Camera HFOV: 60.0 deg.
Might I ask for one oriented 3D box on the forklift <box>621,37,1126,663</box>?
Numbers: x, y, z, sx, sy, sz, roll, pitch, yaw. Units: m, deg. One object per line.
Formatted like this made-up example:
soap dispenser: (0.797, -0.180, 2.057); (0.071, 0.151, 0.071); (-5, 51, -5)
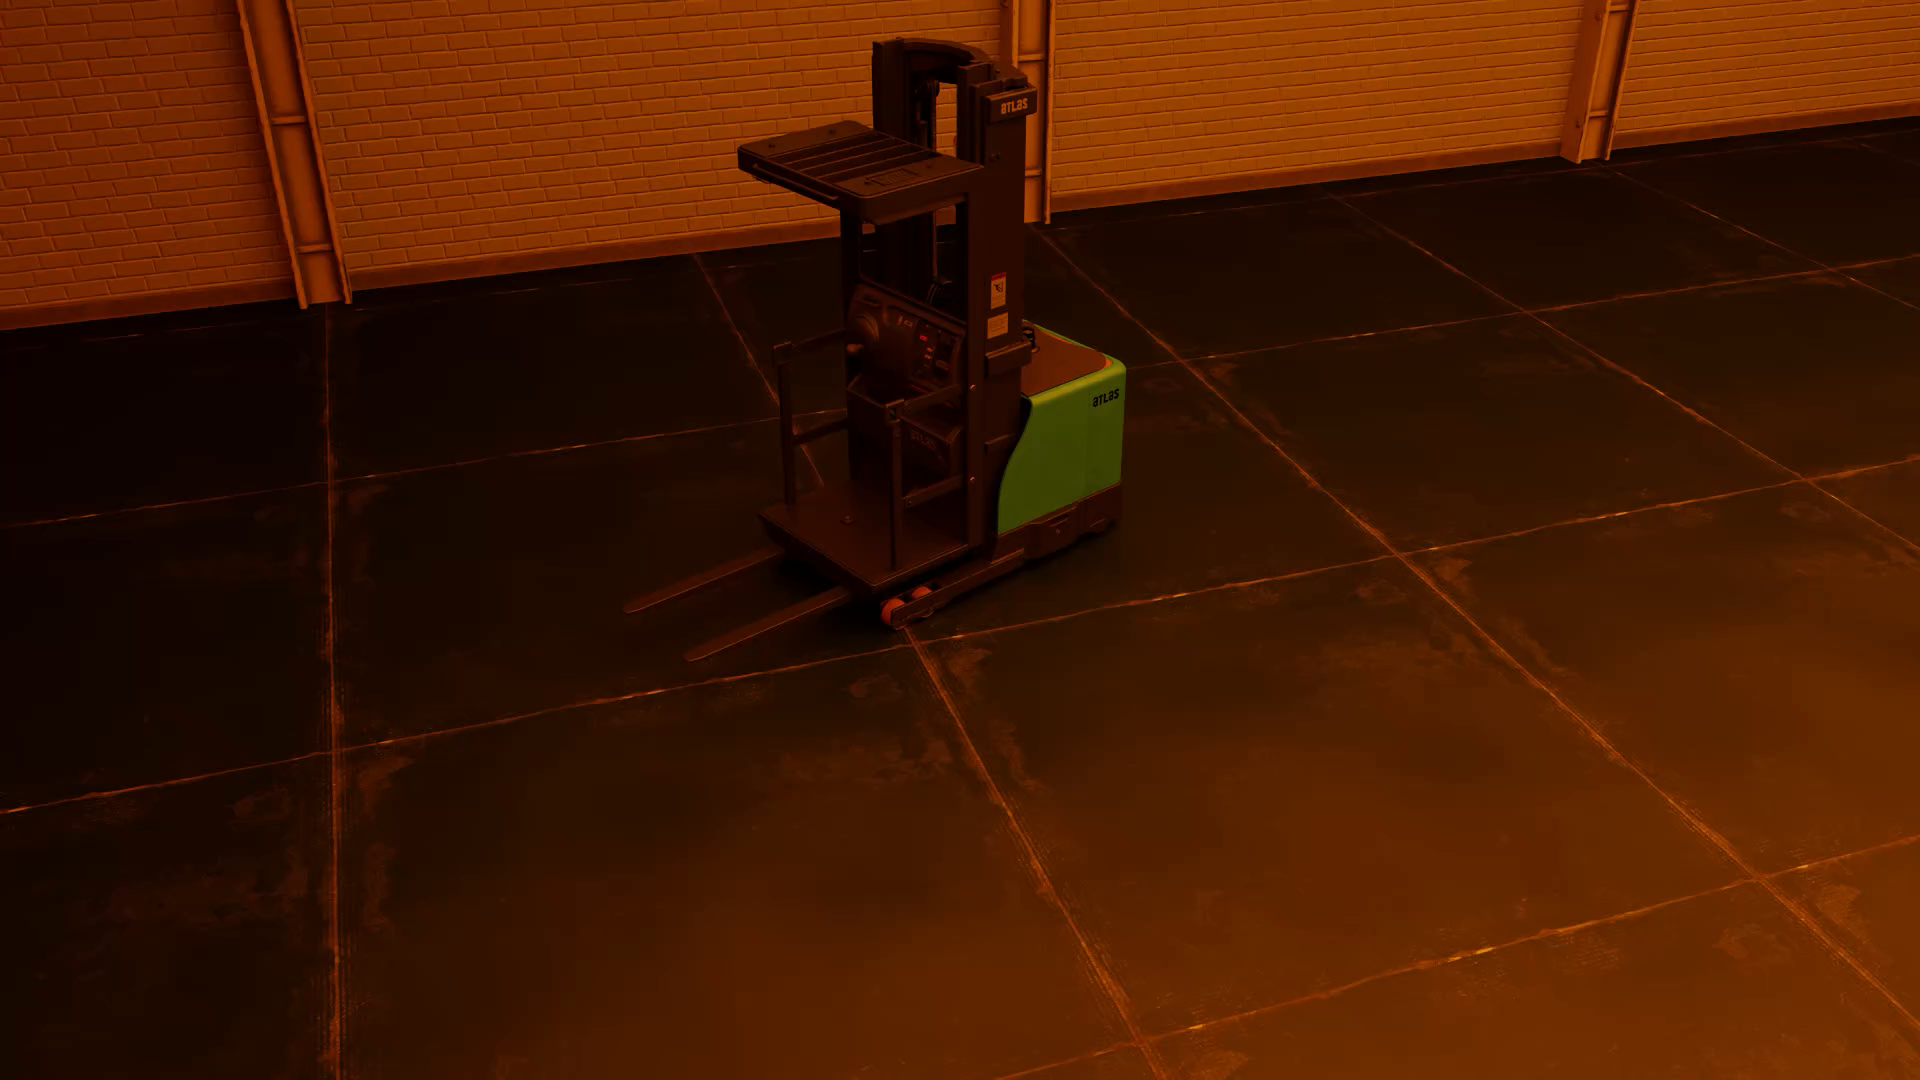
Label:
forklift: (-0.461, -1.072, 8.951); (3.031, 2.935, 1.130); (-23, 37, -34)

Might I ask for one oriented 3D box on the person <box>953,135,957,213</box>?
person: (0.138, -2.441, 12.475); (0.368, 1.795, 0.525); (-4, 30, -6)
